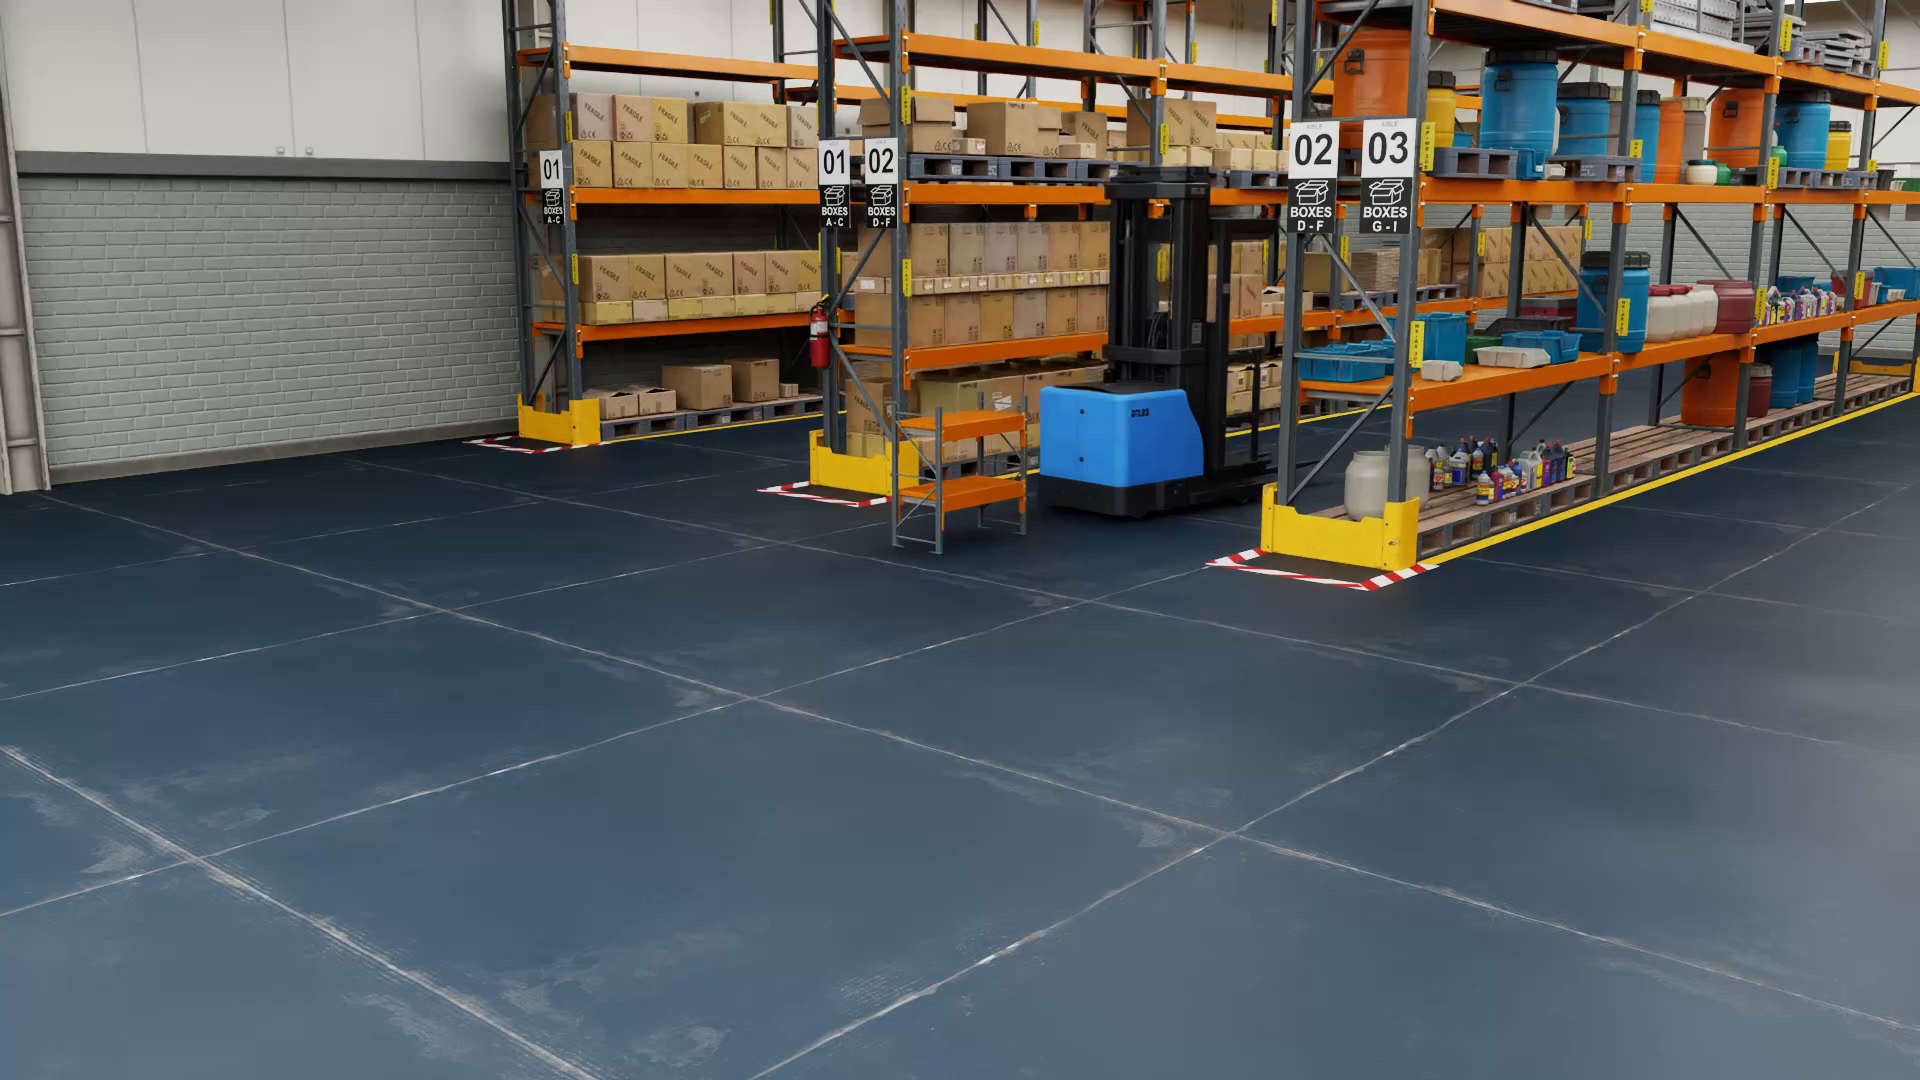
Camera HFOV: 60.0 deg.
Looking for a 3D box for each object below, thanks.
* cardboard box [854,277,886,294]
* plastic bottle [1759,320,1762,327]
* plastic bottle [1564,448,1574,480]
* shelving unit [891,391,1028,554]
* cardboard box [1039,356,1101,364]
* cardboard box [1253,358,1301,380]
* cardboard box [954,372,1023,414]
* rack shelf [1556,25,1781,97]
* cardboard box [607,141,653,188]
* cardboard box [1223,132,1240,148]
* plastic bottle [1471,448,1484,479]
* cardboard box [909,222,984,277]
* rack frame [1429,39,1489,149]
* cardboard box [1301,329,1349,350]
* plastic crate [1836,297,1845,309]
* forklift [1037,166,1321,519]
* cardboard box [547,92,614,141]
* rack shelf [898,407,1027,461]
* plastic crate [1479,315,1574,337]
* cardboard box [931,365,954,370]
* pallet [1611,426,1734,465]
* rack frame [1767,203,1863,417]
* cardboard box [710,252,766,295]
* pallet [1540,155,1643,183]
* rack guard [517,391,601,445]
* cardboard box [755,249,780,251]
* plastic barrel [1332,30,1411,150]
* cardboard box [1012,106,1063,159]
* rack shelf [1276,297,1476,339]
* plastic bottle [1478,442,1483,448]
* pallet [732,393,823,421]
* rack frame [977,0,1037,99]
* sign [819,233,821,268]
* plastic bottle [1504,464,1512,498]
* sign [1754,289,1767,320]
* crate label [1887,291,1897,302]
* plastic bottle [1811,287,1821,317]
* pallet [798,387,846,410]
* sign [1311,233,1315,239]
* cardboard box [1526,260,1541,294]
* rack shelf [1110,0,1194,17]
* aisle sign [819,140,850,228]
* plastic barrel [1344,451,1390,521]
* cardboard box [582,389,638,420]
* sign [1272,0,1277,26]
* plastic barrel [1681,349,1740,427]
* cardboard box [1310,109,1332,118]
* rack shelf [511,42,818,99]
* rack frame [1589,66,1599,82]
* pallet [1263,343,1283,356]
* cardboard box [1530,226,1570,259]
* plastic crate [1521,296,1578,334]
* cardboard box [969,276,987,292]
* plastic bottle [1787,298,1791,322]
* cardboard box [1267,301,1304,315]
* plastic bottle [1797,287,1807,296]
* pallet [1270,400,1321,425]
[{"bbox_3d":[-0.781,-2.413,15.723,0.380,0.149,0.250,9,15,39],"label":"cardboard box"},{"bbox_3d":[8.799,-2.453,18.344,0.097,0.201,0.097,0,11,0],"label":"plastic bottle"},{"bbox_3d":[5.399,-0.683,14.784,0.061,0.283,0.133,11,16,43],"label":"plastic bottle"},{"bbox_3d":[0.004,-0.553,13.106,0.538,1.125,1.048,10,15,40],"label":"shelving unit"},{"bbox_3d":[1.209,-1.751,18.354,0.500,0.500,0.500,10,15,40],"label":"cardboard box"},{"bbox_3d":[3.892,-2.089,20.526,0.500,0.311,0.500,9,15,39],"label":"cardboard box"},{"bbox_3d":[0.280,-1.390,16.544,0.500,0.500,0.500,10,15,40],"label":"cardboard box"},{"bbox_3d":[6.789,-4.600,16.124,1.077,0.370,4.000,10,15,40],"label":"rack shelf"},{"bbox_3d":[-3.824,-4.226,18.747,0.500,0.500,0.500,-11,16,-44],"label":"cardboard box"},{"bbox_3d":[4.324,-6.536,27.758,0.500,0.500,0.500,9,15,39],"label":"cardboard box"},{"bbox_3d":[4.619,-0.688,14.842,0.097,0.271,0.097,0,11,0],"label":"plastic bottle"},{"bbox_3d":[-0.194,-2.803,16.020,0.700,0.500,0.500,9,15,39],"label":"cardboard box"},{"bbox_3d":[7.031,-6.673,23.644,1.000,3.000,0.127,10,15,40],"label":"rack frame"},{"bbox_3d":[4.866,-2.677,22.298,0.500,0.250,0.500,11,15,42],"label":"cardboard box"},{"bbox_3d":[11.164,-3.040,21.292,0.396,0.136,0.243,10,15,40],"label":"plastic crate"},{"bbox_3d":[2.113,-1.833,14.904,3.031,2.935,1.130,-10,15,-41],"label":"forklift"},{"bbox_3d":[-4.177,-4.650,18.319,0.500,0.500,0.500,8,14,36],"label":"cardboard box"},{"bbox_3d":[0.004,-0.840,13.049,0.538,0.278,1.000,10,15,40],"label":"rack shelf"},{"bbox_3d":[5.028,-1.822,14.832,0.767,0.338,0.504,10,15,40],"label":"plastic crate"},{"bbox_3d":[-0.503,-2.522,23.438,0.700,0.500,0.500,10,15,40],"label":"cardboard box"},{"bbox_3d":[7.569,-1.025,17.803,1.003,0.211,1.213,10,15,40],"label":"pallet"},{"bbox_3d":[10.750,-3.090,21.022,1.000,3.000,0.127,10,15,40],"label":"rack frame"},{"bbox_3d":[-2.718,-3.241,20.198,0.500,0.500,0.500,9,15,39],"label":"cardboard box"},{"bbox_3d":[5.066,-3.172,14.259,1.213,0.211,1.003,10,15,40],"label":"pallet"},{"bbox_3d":[-4.563,-1.390,18.897,1.175,0.500,0.348,10,15,40],"label":"rack guard"},{"bbox_3d":[-2.440,-3.455,21.270,0.500,0.500,0.500,9,15,39],"label":"cardboard box"},{"bbox_3d":[3.054,-3.300,12.246,0.600,0.830,0.708,10,15,40],"label":"plastic barrel"},{"bbox_3d":[0.569,-4.124,16.848,0.637,0.503,0.797,-10,15,-41],"label":"cardboard box"},{"bbox_3d":[5.711,-3.084,22.828,1.077,0.370,4.000,10,15,40],"label":"rack shelf"},{"bbox_3d":[4.736,-0.751,15.146,0.152,0.276,0.135,10,15,42],"label":"plastic bottle"},{"bbox_3d":[-2.390,-1.723,21.298,1.003,0.211,1.213,10,15,40],"label":"pallet"},{"bbox_3d":[0.667,-6.724,23.901,1.000,3.000,0.127,10,15,40],"label":"rack frame"},{"bbox_3d":[-1.288,-2.721,15.617,0.100,0.325,0.005,10,15,40],"label":"sign"},{"bbox_3d":[4.552,-0.494,13.867,0.097,0.271,0.097,0,11,0],"label":"plastic bottle"},{"bbox_3d":[8.527,-2.511,17.709,0.100,0.325,0.005,10,15,40],"label":"sign"},{"bbox_3d":[12.620,-3.350,22.845,0.396,0.136,0.243,10,15,40],"label":"crate label"},{"bbox_3d":[10.267,-2.861,20.002,0.144,0.351,0.185,10,15,40],"label":"plastic bottle"},{"bbox_3d":[-1.460,-1.941,22.390,1.003,0.211,1.213,10,15,40],"label":"pallet"},{"bbox_3d":[6.347,-5.571,29.884,0.100,0.325,0.005,10,15,40],"label":"sign"},{"bbox_3d":[8.575,-4.044,25.542,0.500,0.500,0.500,9,15,40],"label":"cardboard box"},{"bbox_3d":[1.988,-8.295,25.119,1.077,0.370,4.000,10,15,40],"label":"rack shelf"},{"bbox_3d":[-1.154,-3.268,15.279,0.394,0.787,0.004,10,15,40],"label":"aisle sign"},{"bbox_3d":[3.206,-0.417,12.919,0.421,0.512,0.421,0,11,0],"label":"plastic barrel"},{"bbox_3d":[-4.089,-1.592,19.267,0.500,0.311,0.500,8,14,34],"label":"cardboard box"},{"bbox_3d":[3.977,-6.650,20.942,0.100,0.325,0.005,10,15,40],"label":"sign"},{"bbox_3d":[8.419,-1.717,18.618,0.600,0.830,0.708,10,15,40],"label":"plastic barrel"},{"bbox_3d":[4.684,-5.216,21.201,0.500,0.500,0.500,10,15,40],"label":"cardboard box"},{"bbox_3d":[-3.293,-5.487,19.552,1.077,0.370,4.000,10,15,40],"label":"rack shelf"},{"bbox_3d":[9.672,-7.261,26.590,1.000,3.000,0.127,10,15,40],"label":"rack frame"},{"bbox_3d":[5.479,-3.464,30.015,1.003,0.211,1.213,10,15,40],"label":"pallet"},{"bbox_3d":[9.252,-4.683,26.191,0.500,0.500,0.500,10,15,42],"label":"cardboard box"},{"bbox_3d":[5.559,-2.055,15.678,0.402,0.464,0.583,10,15,40],"label":"plastic crate"},{"bbox_3d":[0.037,-2.475,16.032,0.380,0.149,0.250,9,15,39],"label":"cardboard box"},{"bbox_3d":[9.497,-2.643,19.116,0.097,0.271,0.097,0,11,0],"label":"plastic bottle"},{"bbox_3d":[4.005,-2.851,20.468,0.380,0.149,0.250,10,15,40],"label":"cardboard box"},{"bbox_3d":[10.159,-2.879,20.095,0.144,0.351,0.185,10,15,40],"label":"plastic bottle"},{"bbox_3d":[3.818,-1.659,20.977,1.003,0.211,1.213,10,15,40],"label":"pallet"}]
